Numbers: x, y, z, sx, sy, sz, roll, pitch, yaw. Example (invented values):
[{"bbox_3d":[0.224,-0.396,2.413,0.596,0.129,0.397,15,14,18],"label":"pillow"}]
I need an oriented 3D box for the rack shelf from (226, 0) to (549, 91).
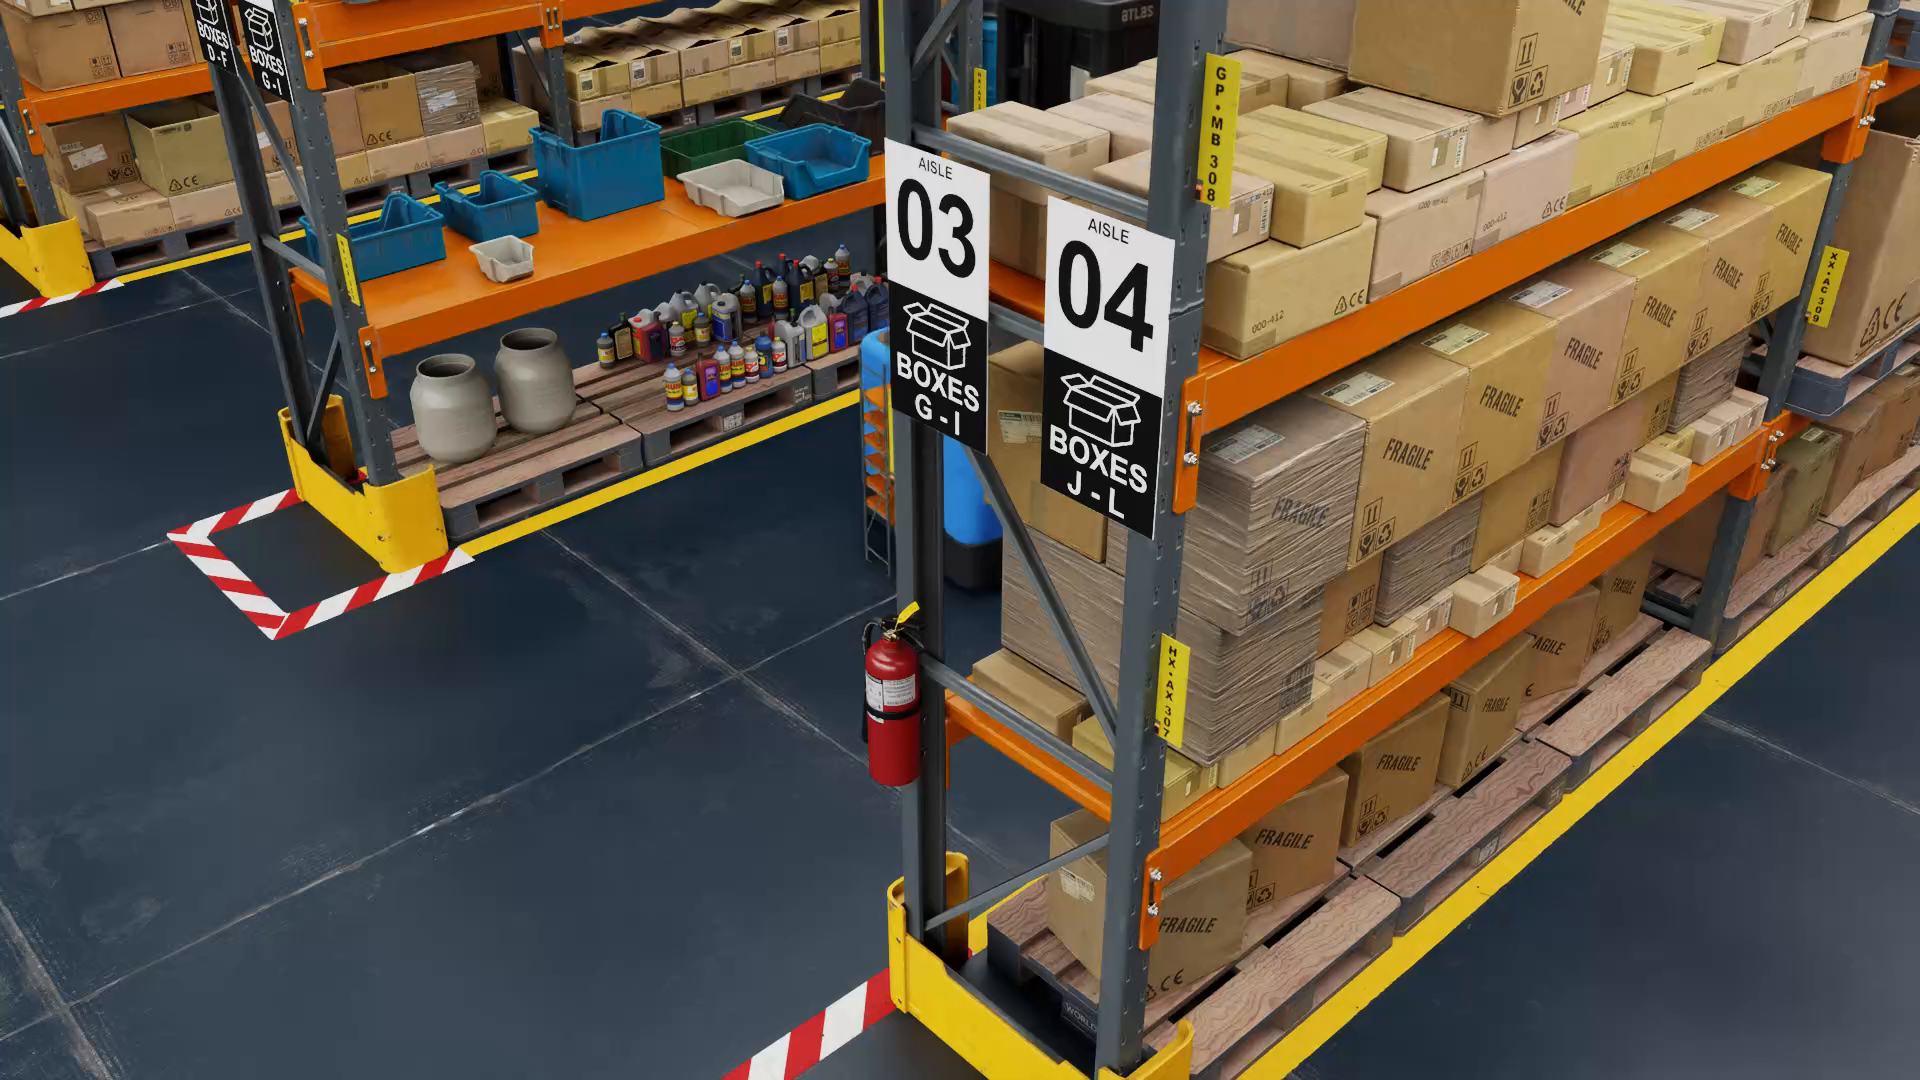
[{"bbox_3d":[-1.713,-3.016,8.621,4.000,0.370,1.077,-26,40,-35],"label":"rack shelf"}]

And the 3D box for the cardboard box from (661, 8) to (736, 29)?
[{"bbox_3d":[-2.394,-4.687,15.236,0.500,0.311,0.500,-26,40,-36],"label":"cardboard box"}]

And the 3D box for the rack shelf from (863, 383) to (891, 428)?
[{"bbox_3d":[-0.343,-0.658,8.071,0.180,0.103,0.258,-20,37,-29],"label":"rack shelf"}]

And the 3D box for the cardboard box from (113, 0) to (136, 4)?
[{"bbox_3d":[-5.735,-3.789,11.353,0.250,0.149,0.380,-26,40,-35],"label":"cardboard box"}]

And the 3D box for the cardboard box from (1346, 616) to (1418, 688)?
[{"bbox_3d":[1.306,0.312,5.606,0.250,0.149,0.380,-26,40,-35],"label":"cardboard box"}]

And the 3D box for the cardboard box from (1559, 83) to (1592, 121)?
[{"bbox_3d":[1.675,-1.389,5.032,0.250,0.149,0.380,-26,40,-36],"label":"cardboard box"}]

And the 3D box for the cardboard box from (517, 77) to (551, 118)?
[{"bbox_3d":[-3.505,-3.913,14.506,0.500,0.250,0.500,-26,40,-36],"label":"cardboard box"}]

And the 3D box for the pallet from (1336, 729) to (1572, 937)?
[{"bbox_3d":[1.758,1.019,6.882,1.213,0.211,1.003,-26,40,-35],"label":"pallet"}]

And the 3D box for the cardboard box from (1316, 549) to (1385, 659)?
[{"bbox_3d":[0.895,-0.016,5.520,0.500,0.500,0.875,-26,40,-35],"label":"cardboard box"}]

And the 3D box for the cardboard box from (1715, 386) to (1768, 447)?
[{"bbox_3d":[3.163,-0.562,7.034,0.250,0.149,0.380,-26,40,-35],"label":"cardboard box"}]

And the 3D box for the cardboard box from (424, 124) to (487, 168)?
[{"bbox_3d":[-4.177,-3.233,13.395,0.500,0.250,0.500,-26,40,-35],"label":"cardboard box"}]

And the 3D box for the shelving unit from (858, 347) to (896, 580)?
[{"bbox_3d":[-0.343,-0.389,8.235,0.189,1.200,0.258,-20,37,-29],"label":"shelving unit"}]

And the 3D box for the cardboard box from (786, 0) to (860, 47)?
[{"bbox_3d":[-1.272,-4.846,15.495,0.500,0.311,0.500,-27,40,-36],"label":"cardboard box"}]

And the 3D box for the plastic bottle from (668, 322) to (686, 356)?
[{"bbox_3d":[-1.728,-1.234,10.153,0.097,0.201,0.097,0,31,0],"label":"plastic bottle"}]

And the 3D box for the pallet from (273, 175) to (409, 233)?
[{"bbox_3d":[-5.118,-2.758,13.058,1.213,0.211,1.003,-26,40,-35],"label":"pallet"}]

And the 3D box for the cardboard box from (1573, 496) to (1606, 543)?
[{"bbox_3d":[2.213,-0.137,6.340,0.250,0.149,0.380,-26,40,-35],"label":"cardboard box"}]

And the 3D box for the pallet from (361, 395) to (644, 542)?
[{"bbox_3d":[-2.557,-0.475,9.324,1.213,0.211,1.003,-26,40,-35],"label":"pallet"}]

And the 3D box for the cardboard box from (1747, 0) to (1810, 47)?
[{"bbox_3d":[2.696,-1.836,5.763,0.380,0.149,0.250,27,40,37],"label":"cardboard box"}]

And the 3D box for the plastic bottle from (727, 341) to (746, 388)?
[{"bbox_3d":[-1.314,-1.038,9.766,0.097,0.271,0.097,0,31,0],"label":"plastic bottle"}]

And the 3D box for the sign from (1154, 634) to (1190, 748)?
[{"bbox_3d":[0.557,0.399,4.392,0.005,0.325,0.100,-26,40,-35],"label":"sign"}]

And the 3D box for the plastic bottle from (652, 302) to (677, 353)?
[{"bbox_3d":[-1.826,-1.307,10.201,0.135,0.276,0.152,-27,41,-37],"label":"plastic bottle"}]

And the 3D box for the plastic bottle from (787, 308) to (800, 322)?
[{"bbox_3d":[-0.989,-1.290,10.166,0.133,0.283,0.061,-26,40,-35],"label":"plastic bottle"}]

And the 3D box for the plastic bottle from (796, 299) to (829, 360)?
[{"bbox_3d":[-0.901,-1.289,10.100,0.185,0.351,0.144,-26,40,-36],"label":"plastic bottle"}]

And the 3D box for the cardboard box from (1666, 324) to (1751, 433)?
[{"bbox_3d":[2.749,-0.891,6.951,0.500,0.500,0.875,-26,40,-35],"label":"cardboard box"}]

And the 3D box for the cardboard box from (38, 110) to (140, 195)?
[{"bbox_3d":[-6.354,-2.860,12.066,0.500,0.500,0.500,-26,40,-35],"label":"cardboard box"}]

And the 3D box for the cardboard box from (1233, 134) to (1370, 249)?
[{"bbox_3d":[0.803,-0.889,4.215,0.250,0.149,0.380,-25,39,-34],"label":"cardboard box"}]

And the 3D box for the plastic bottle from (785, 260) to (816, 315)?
[{"bbox_3d":[-1.023,-1.627,10.653,0.185,0.351,0.144,-26,40,-35],"label":"plastic bottle"}]

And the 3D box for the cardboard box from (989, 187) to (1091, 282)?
[{"bbox_3d":[0.369,-0.923,4.652,0.500,0.250,0.500,-25,39,-34],"label":"cardboard box"}]

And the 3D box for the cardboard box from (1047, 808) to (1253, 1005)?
[{"bbox_3d":[0.657,1.233,5.851,0.500,0.500,0.500,-18,36,-27],"label":"cardboard box"}]

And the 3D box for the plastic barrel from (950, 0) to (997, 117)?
[{"bbox_3d":[0.243,-2.987,10.280,0.708,0.901,0.600,-26,40,-35],"label":"plastic barrel"}]

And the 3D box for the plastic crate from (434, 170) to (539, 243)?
[{"bbox_3d":[-2.536,-1.790,8.945,0.408,0.251,0.499,-26,40,-35],"label":"plastic crate"}]

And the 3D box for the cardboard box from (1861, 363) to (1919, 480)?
[{"bbox_3d":[4.767,-0.747,9.071,0.500,0.500,0.700,-22,38,-32],"label":"cardboard box"}]

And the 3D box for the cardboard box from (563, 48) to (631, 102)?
[{"bbox_3d":[-3.140,-3.945,14.022,0.500,0.311,0.500,-26,40,-35],"label":"cardboard box"}]

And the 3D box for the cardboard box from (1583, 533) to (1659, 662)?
[{"bbox_3d":[2.800,0.156,7.613,0.500,0.500,0.500,-27,41,-37],"label":"cardboard box"}]

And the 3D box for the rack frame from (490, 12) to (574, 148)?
[{"bbox_3d":[-3.612,-4.649,13.477,0.127,3.000,1.000,-26,40,-35],"label":"rack frame"}]

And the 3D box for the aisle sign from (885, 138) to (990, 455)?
[{"bbox_3d":[-0.062,-0.641,4.431,0.004,0.787,0.394,-26,40,-35],"label":"aisle sign"}]

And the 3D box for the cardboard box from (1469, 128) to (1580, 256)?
[{"bbox_3d":[1.457,-1.086,4.919,0.500,0.250,0.500,-26,40,-36],"label":"cardboard box"}]

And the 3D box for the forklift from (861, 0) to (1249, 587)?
[{"bbox_3d":[0.987,-1.604,8.564,3.031,2.935,1.130,-20,37,-29],"label":"forklift"}]

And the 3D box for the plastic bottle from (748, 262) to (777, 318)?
[{"bbox_3d":[-1.259,-1.615,10.634,0.144,0.351,0.185,27,41,37],"label":"plastic bottle"}]

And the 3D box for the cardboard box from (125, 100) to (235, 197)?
[{"bbox_3d":[-5.635,-2.839,12.032,0.500,0.500,0.500,-26,40,-35],"label":"cardboard box"}]

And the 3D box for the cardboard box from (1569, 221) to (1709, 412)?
[{"bbox_3d":[2.245,-0.834,5.899,0.500,0.500,0.500,-26,40,-35],"label":"cardboard box"}]

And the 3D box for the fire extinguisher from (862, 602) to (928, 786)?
[{"bbox_3d":[-0.210,0.458,5.199,0.183,0.674,0.296,-26,40,-35],"label":"fire extinguisher"}]

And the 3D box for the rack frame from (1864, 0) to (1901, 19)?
[{"bbox_3d":[3.121,-3.417,5.712,0.127,3.000,1.000,-26,40,-35],"label":"rack frame"}]

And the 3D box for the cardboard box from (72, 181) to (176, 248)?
[{"bbox_3d":[-6.001,-2.341,11.936,0.500,0.250,0.500,-26,40,-35],"label":"cardboard box"}]

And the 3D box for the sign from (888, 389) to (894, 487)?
[{"bbox_3d":[-0.175,-0.287,4.931,0.005,0.325,0.100,-26,40,-35],"label":"sign"}]

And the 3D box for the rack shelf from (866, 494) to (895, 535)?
[{"bbox_3d":[-0.343,-0.146,8.384,0.180,0.103,0.258,-20,37,-29],"label":"rack shelf"}]

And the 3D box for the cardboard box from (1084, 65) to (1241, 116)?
[{"bbox_3d":[0.576,-1.229,4.771,0.380,0.149,0.250,27,41,37],"label":"cardboard box"}]

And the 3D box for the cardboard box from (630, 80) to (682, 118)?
[{"bbox_3d":[-2.772,-3.884,14.459,0.500,0.250,0.500,-25,39,-34],"label":"cardboard box"}]

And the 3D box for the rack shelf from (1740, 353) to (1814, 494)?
[{"bbox_3d":[4.587,-1.260,8.625,4.000,0.370,1.077,-26,40,-35],"label":"rack shelf"}]
